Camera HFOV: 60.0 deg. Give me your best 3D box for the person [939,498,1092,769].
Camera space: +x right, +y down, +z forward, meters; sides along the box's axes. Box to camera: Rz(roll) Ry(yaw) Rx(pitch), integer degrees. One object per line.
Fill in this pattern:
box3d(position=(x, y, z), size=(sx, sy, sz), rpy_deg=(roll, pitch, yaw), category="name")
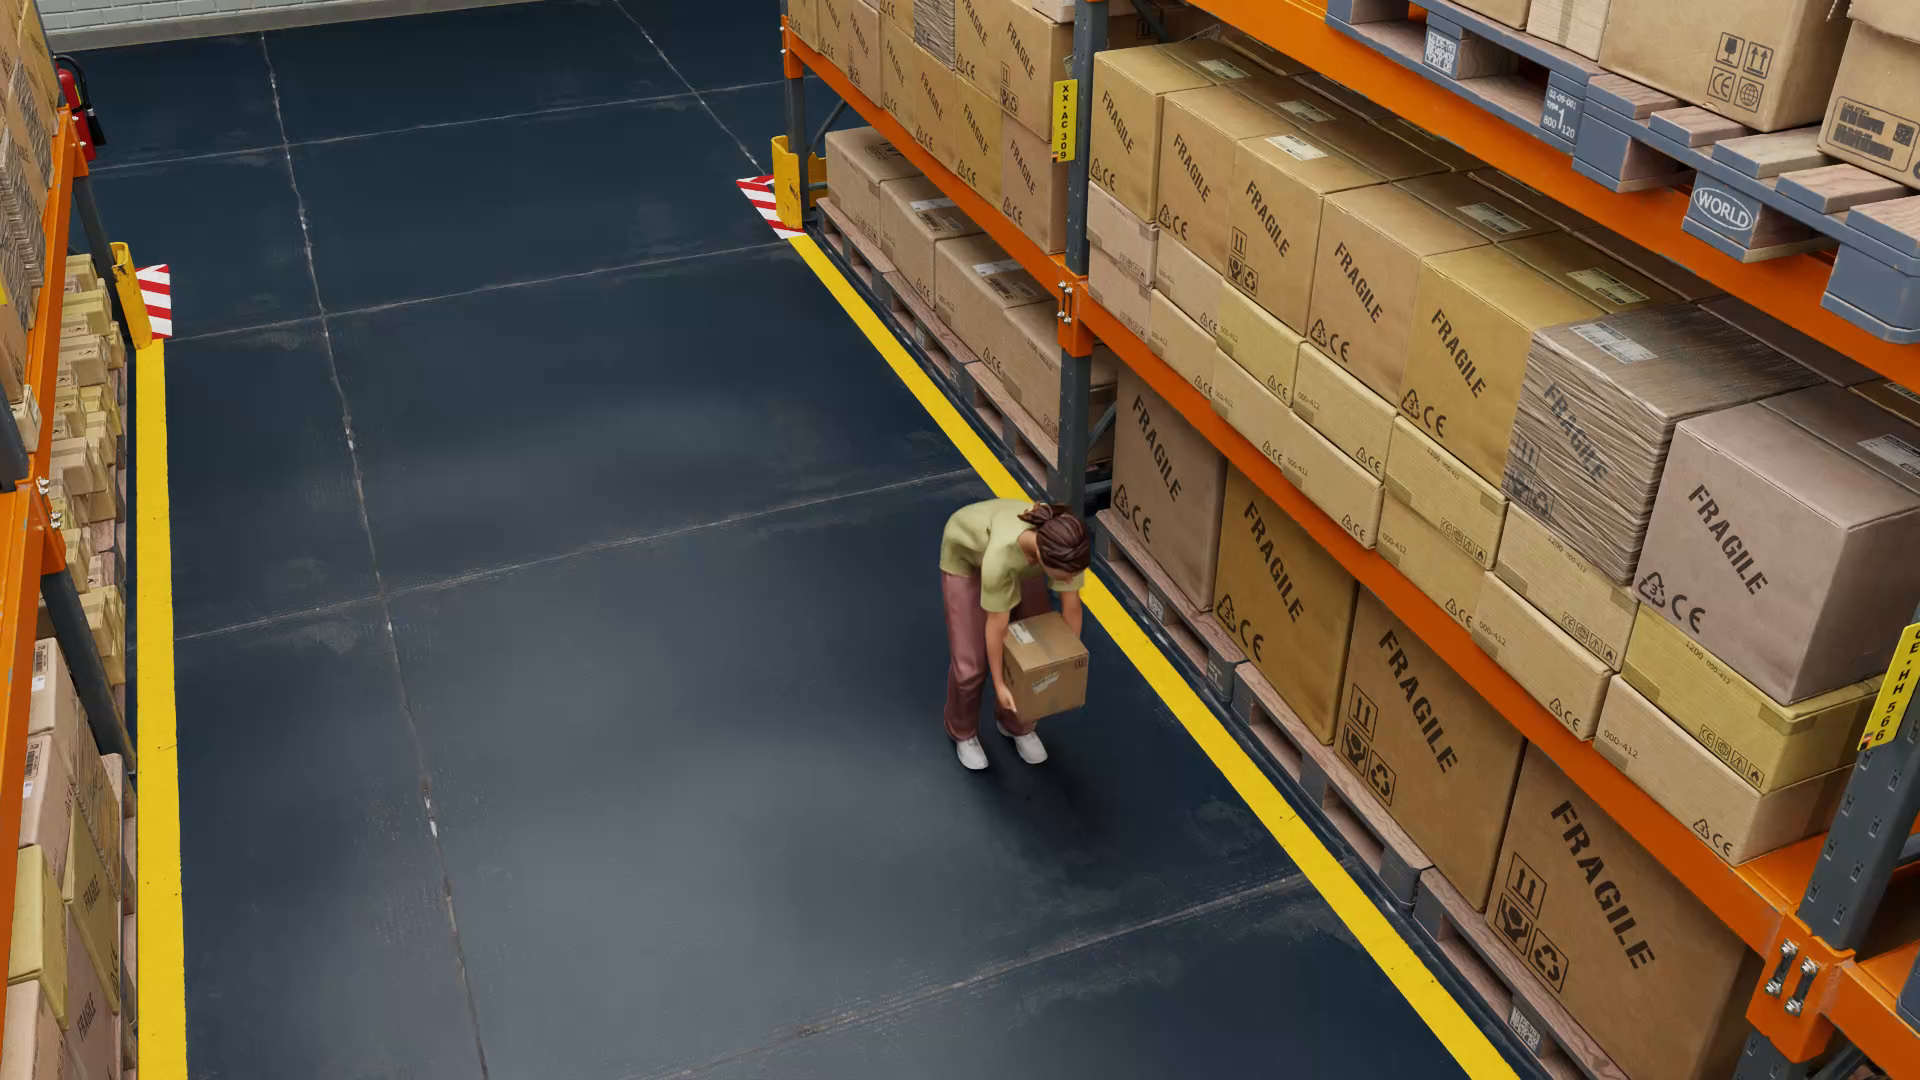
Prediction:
box3d(position=(0.209, 0.334, 5.974), size=(0.420, 1.309, 0.806), rpy_deg=(-14, 36, -20), category="person")
